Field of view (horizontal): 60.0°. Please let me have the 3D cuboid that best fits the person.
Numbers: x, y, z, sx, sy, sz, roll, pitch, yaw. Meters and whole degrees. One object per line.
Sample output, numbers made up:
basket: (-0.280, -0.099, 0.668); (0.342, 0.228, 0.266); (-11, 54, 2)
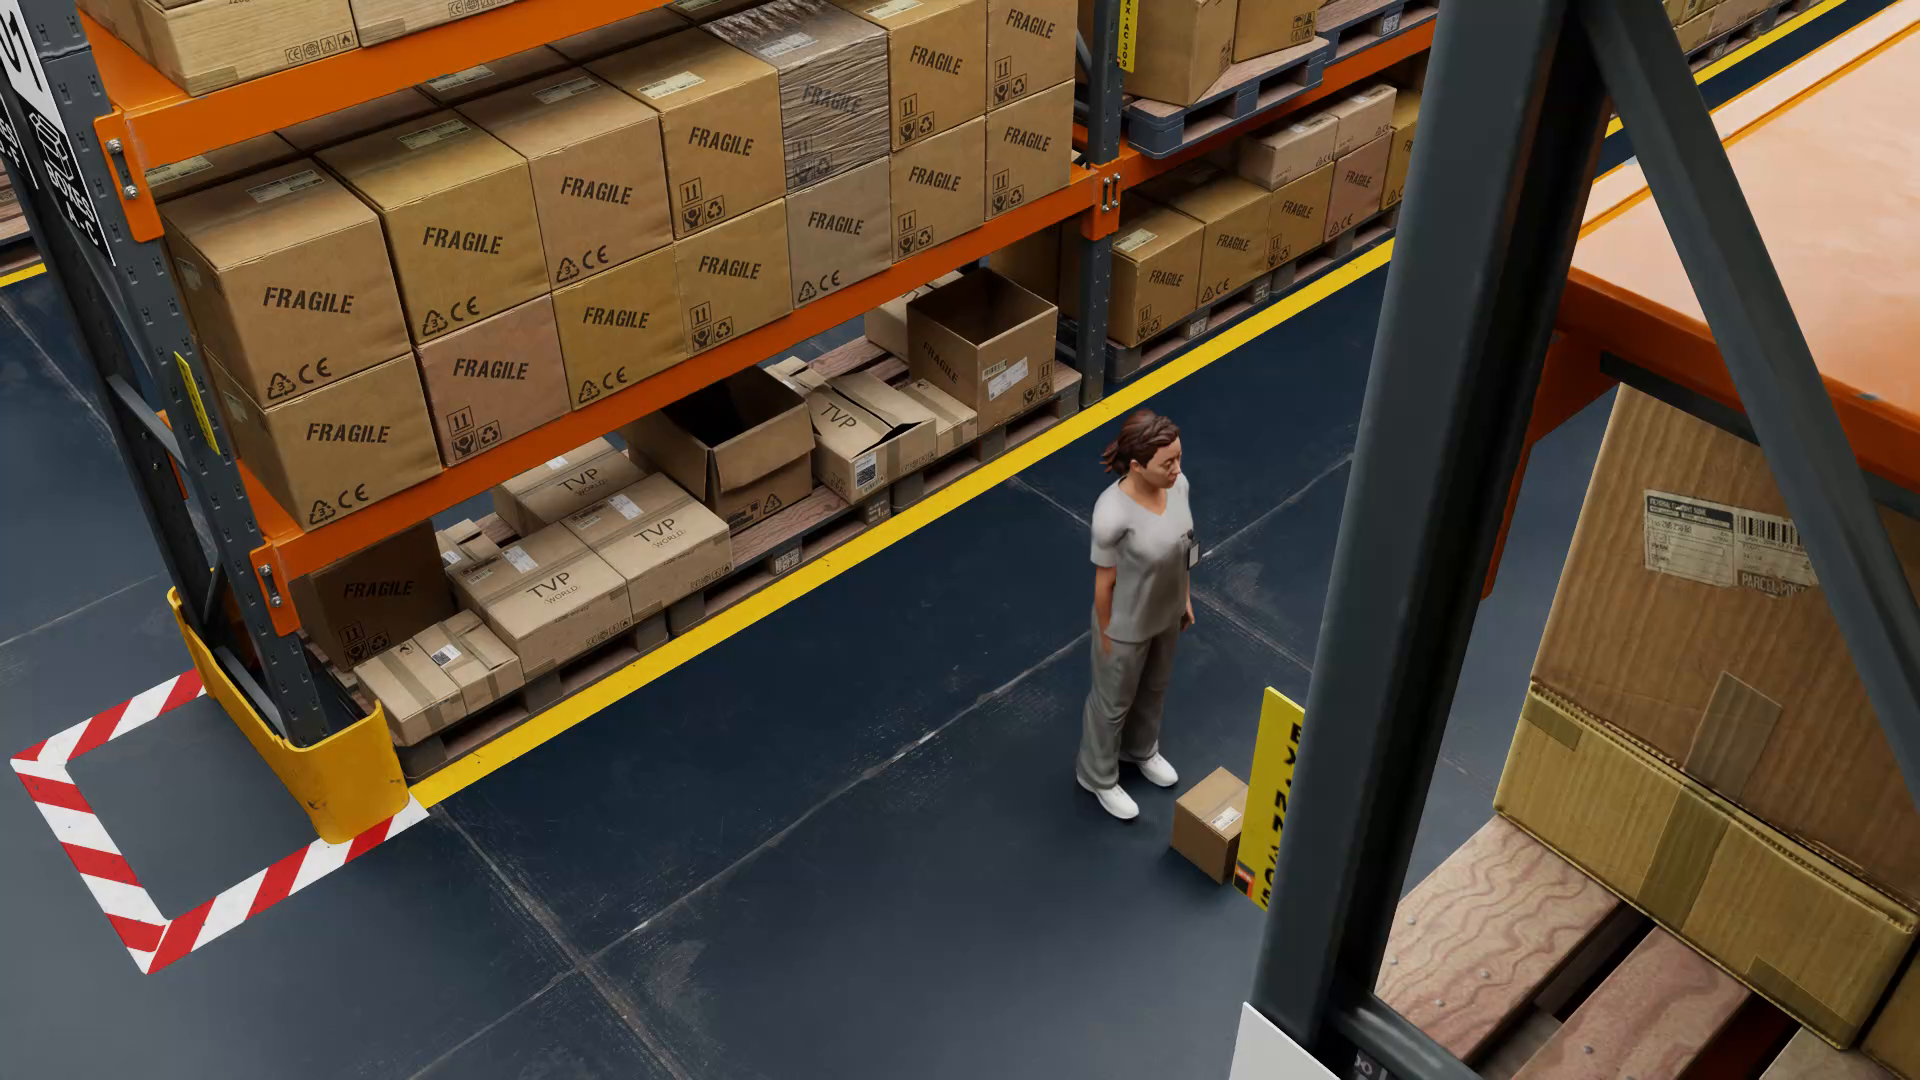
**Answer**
person: (0.631, 0.260, 5.848); (0.440, 1.676, 0.384); (-29, 48, -30)
